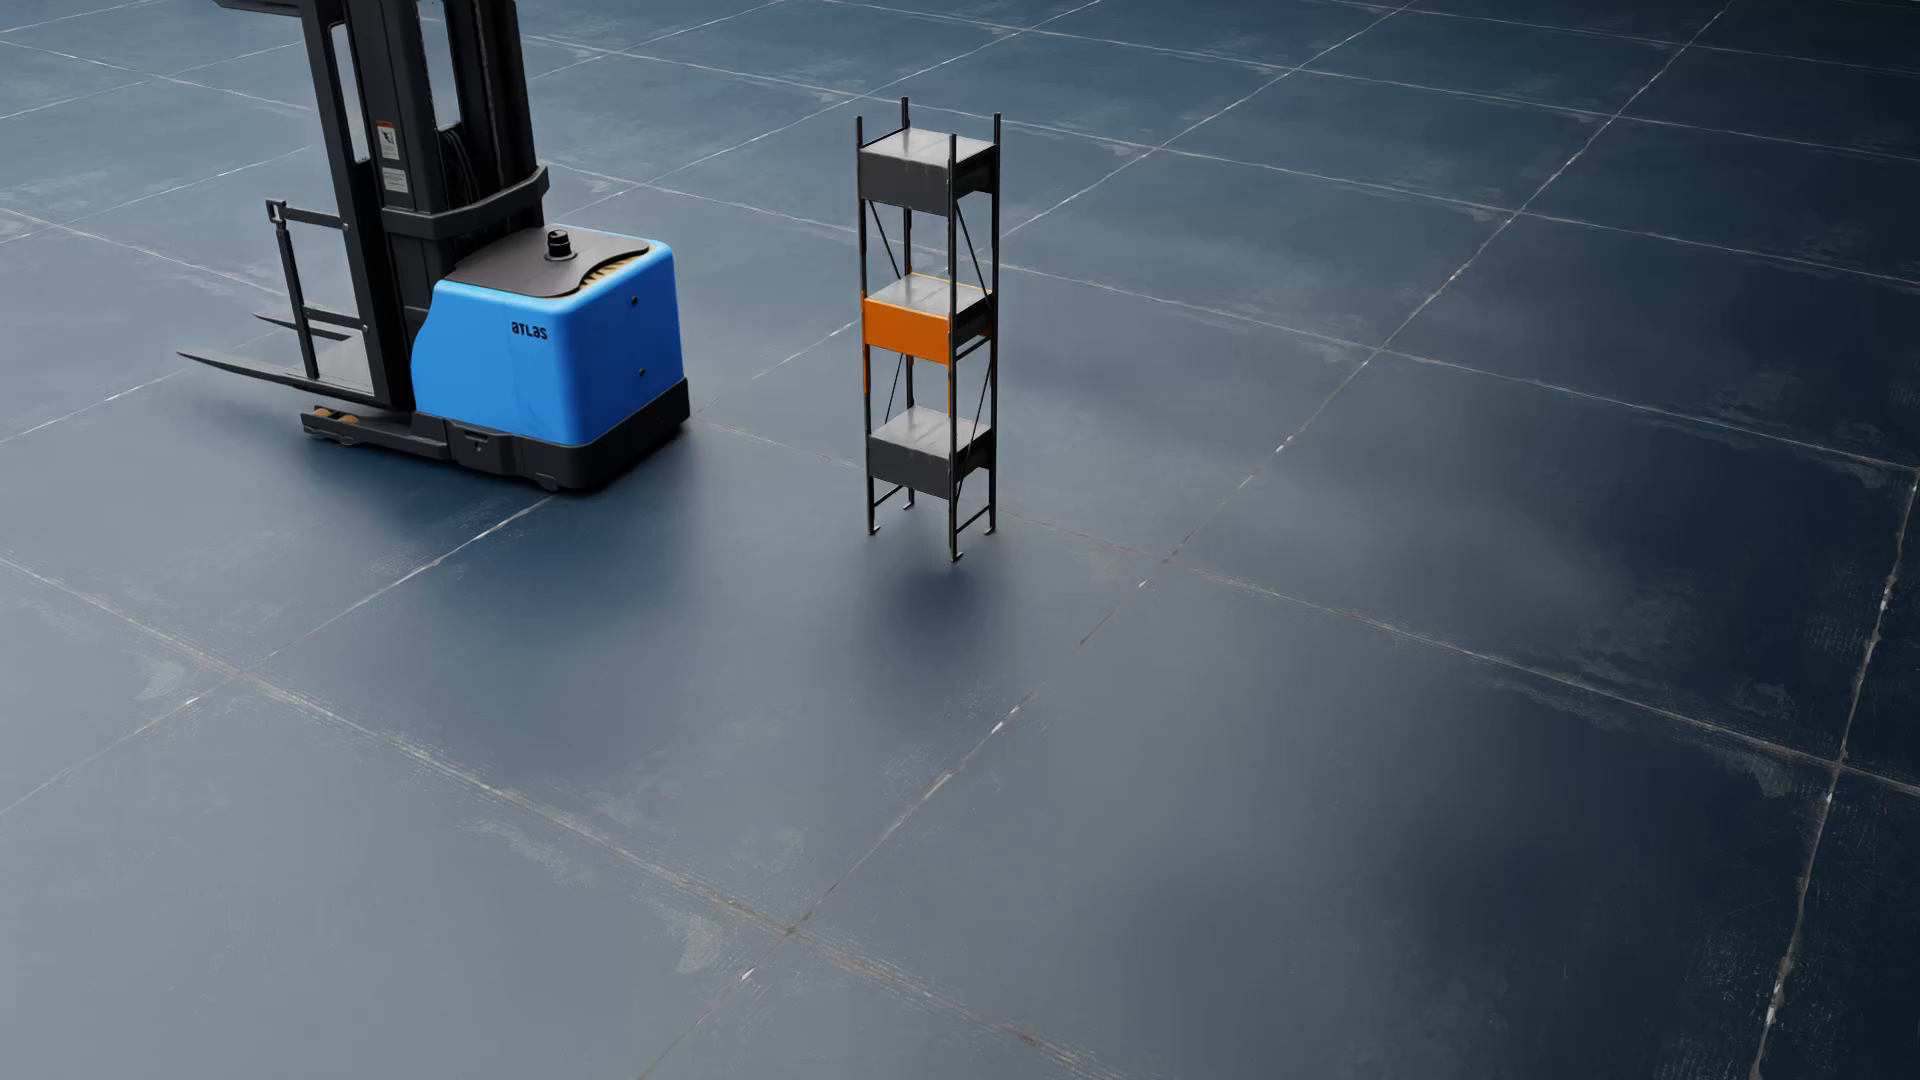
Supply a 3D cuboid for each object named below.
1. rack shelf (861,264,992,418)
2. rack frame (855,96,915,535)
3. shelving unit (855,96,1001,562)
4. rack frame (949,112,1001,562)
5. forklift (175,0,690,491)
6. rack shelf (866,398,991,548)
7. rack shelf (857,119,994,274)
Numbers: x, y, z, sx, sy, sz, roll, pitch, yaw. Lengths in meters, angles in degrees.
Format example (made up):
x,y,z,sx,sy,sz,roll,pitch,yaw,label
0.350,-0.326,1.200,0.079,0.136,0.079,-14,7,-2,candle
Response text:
x,y,z,sx,sy,sz,roll,pitch,yaw,label
-0.140,-0.940,7.804,0.480,0.518,0.431,18,35,27,rack shelf
-0.347,-1.017,7.909,0.015,2.100,0.400,18,35,27,rack frame
-0.140,-0.951,7.797,0.503,2.100,0.431,18,35,27,shelving unit
0.066,-0.886,7.685,0.015,2.100,0.400,18,35,27,rack frame
-3.069,-2.009,8.786,3.031,2.935,1.130,13,33,21,forklift
-0.140,-0.335,8.157,0.480,0.518,0.431,18,35,27,rack shelf
-0.140,-1.544,7.451,0.480,0.518,0.431,18,35,27,rack shelf
